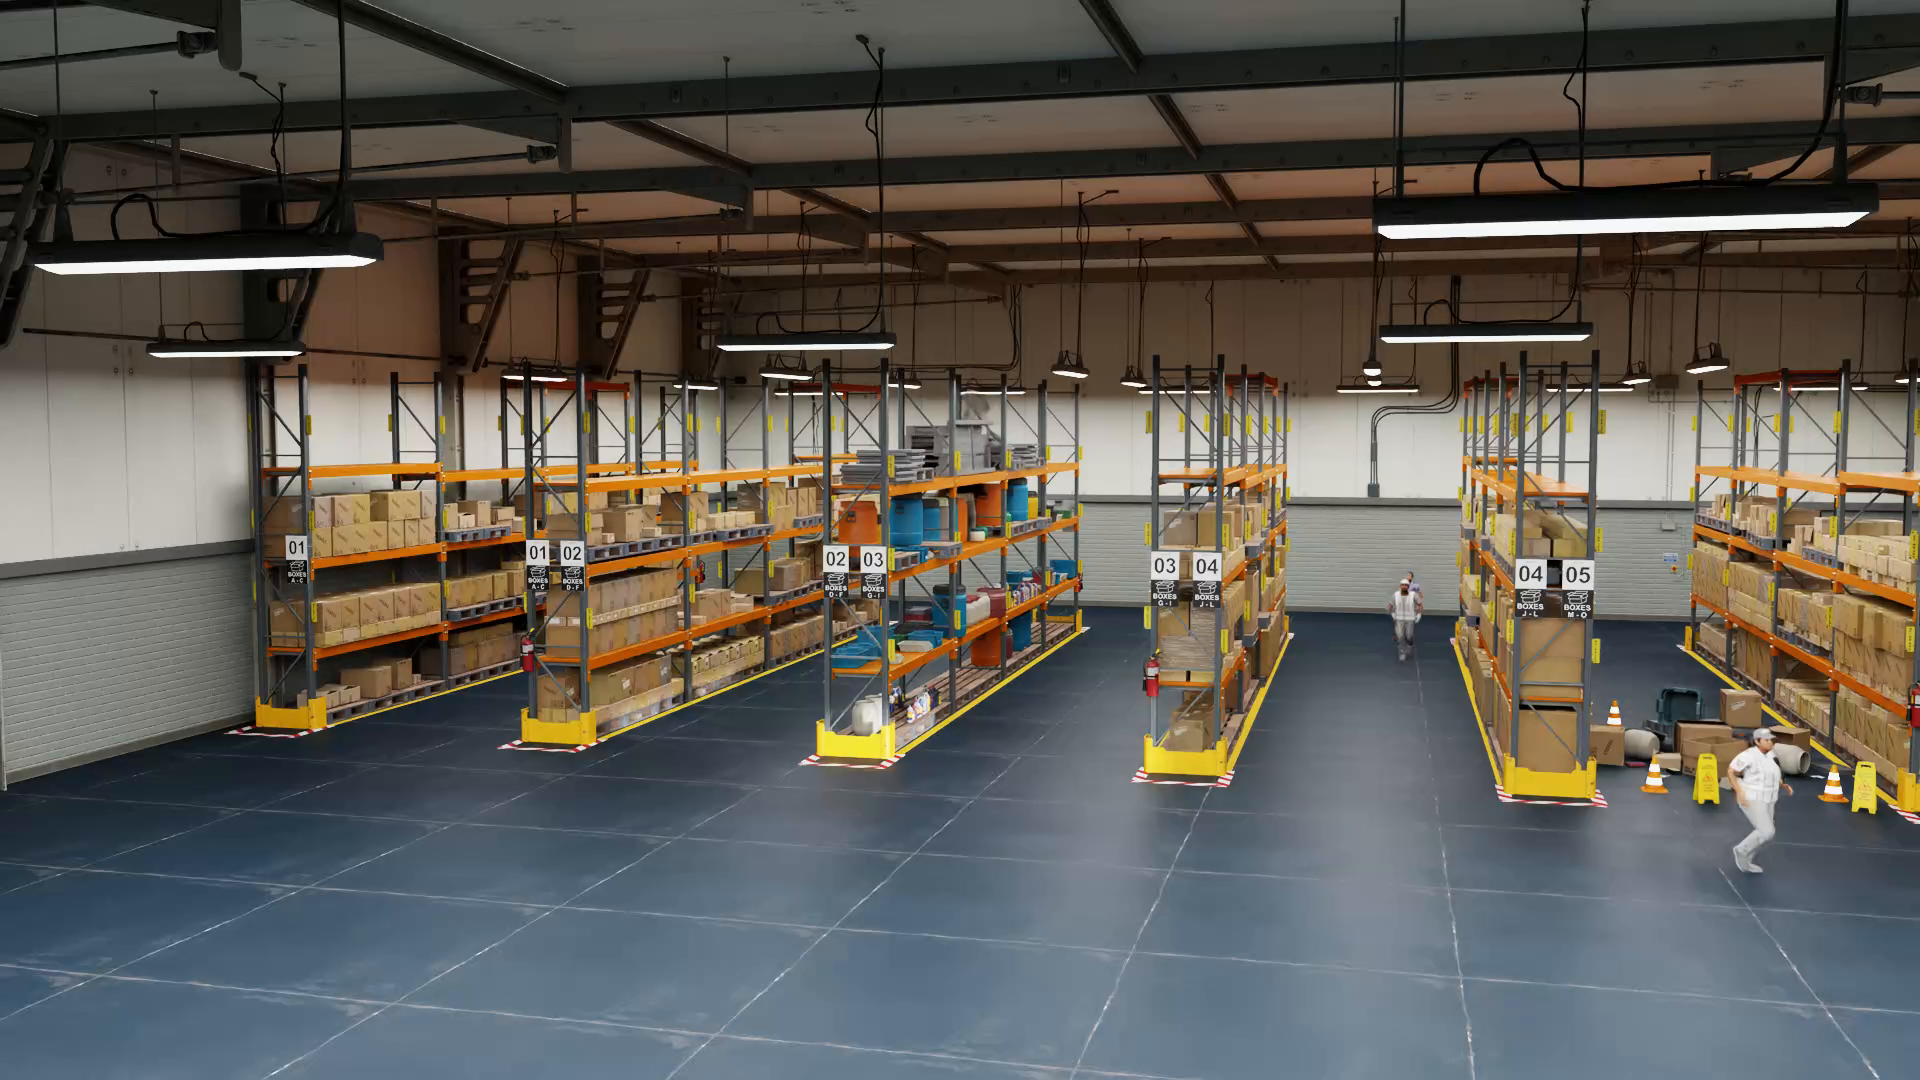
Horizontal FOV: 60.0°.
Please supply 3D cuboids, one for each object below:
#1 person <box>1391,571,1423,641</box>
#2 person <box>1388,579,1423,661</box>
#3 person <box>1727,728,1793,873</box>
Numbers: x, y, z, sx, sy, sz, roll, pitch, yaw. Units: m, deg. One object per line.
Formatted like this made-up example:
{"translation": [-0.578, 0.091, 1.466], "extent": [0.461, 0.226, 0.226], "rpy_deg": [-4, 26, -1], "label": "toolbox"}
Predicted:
{"translation": [10.449, 1.529, 38.778], "extent": [0.765, 1.612, 0.697], "rpy_deg": [-3, 5, -40], "label": "person"}
{"translation": [9.498, 1.693, 35.483], "extent": [0.712, 1.740, 0.624], "rpy_deg": [1, 4, 18], "label": "person"}
{"translation": [8.932, 2.907, 18.515], "extent": [0.597, 1.632, 0.564], "rpy_deg": [-2, 5, -30], "label": "person"}
